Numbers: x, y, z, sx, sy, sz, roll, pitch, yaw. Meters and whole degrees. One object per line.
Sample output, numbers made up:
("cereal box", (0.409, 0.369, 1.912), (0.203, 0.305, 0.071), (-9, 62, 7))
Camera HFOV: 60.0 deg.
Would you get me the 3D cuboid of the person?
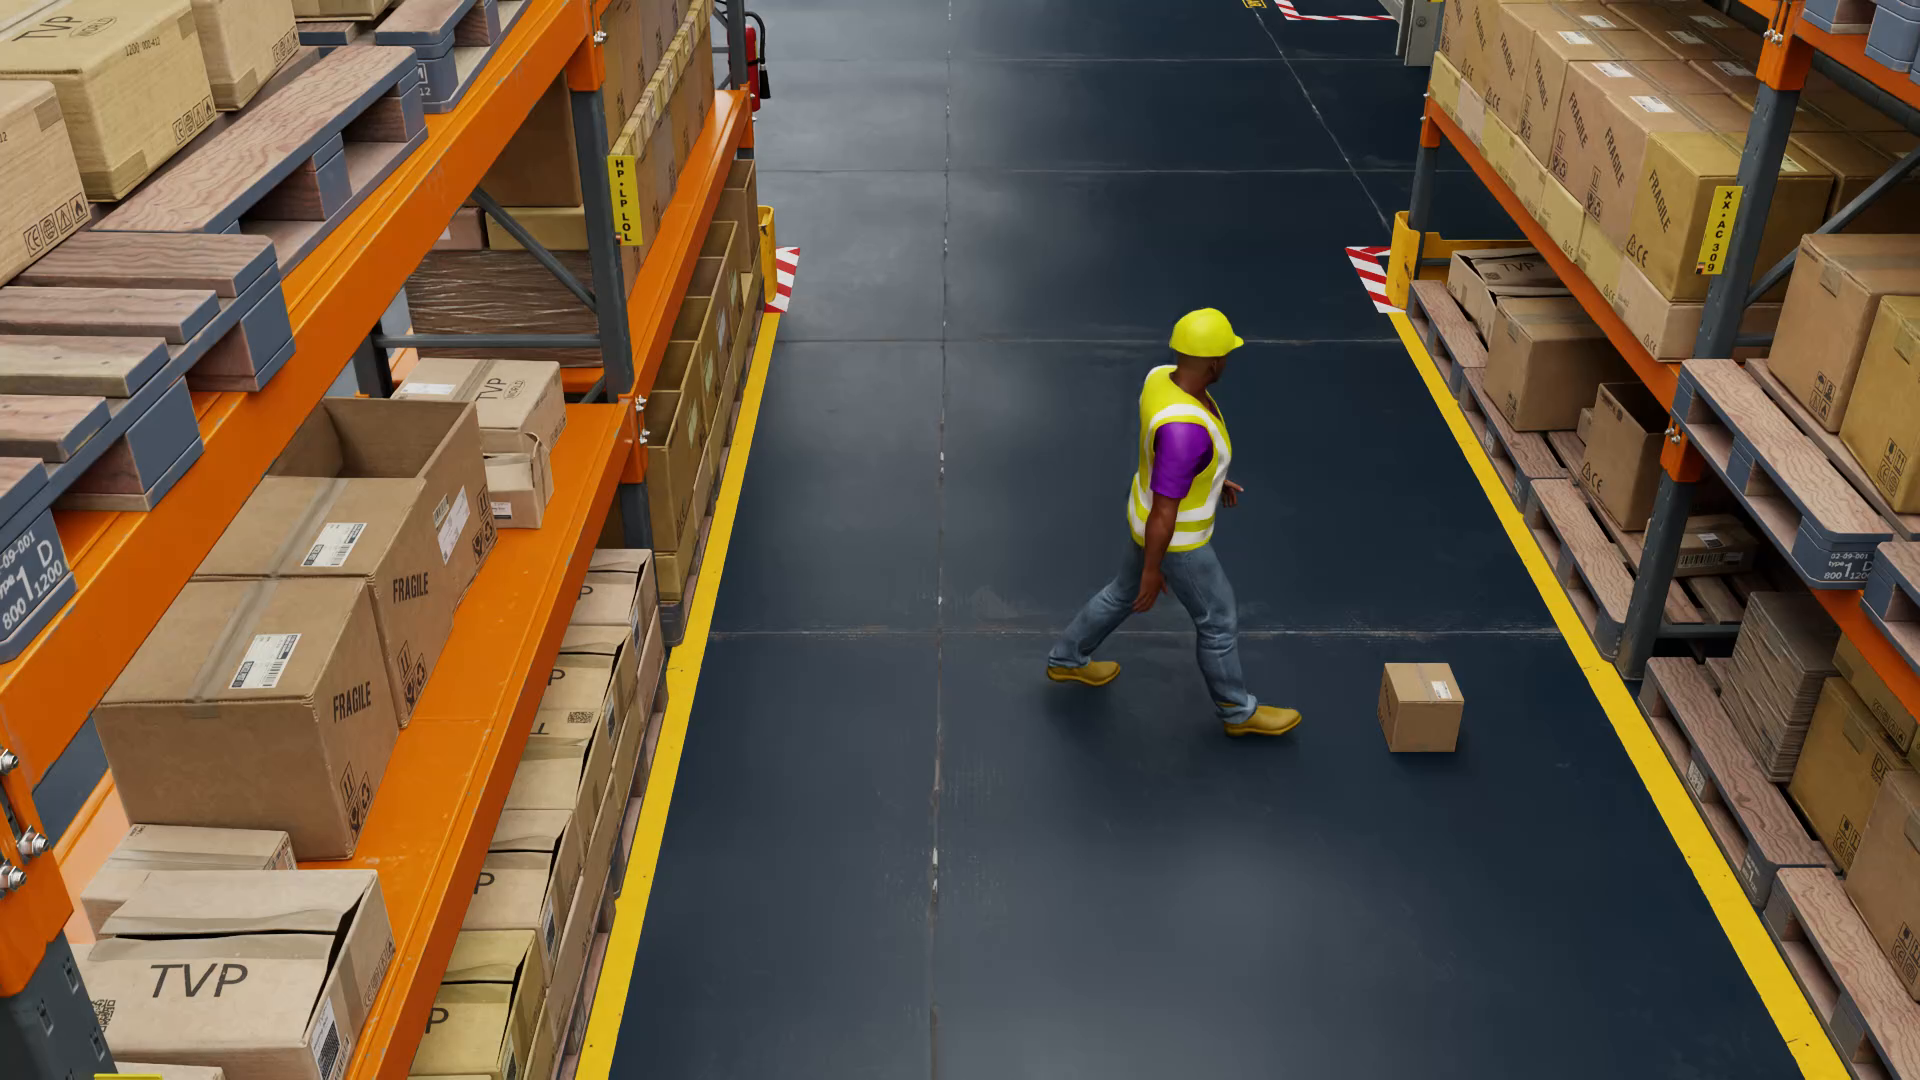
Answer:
("person", (0.841, -0.063, 6.216), (0.992, 1.734, 0.700), (1, 31, 1))
